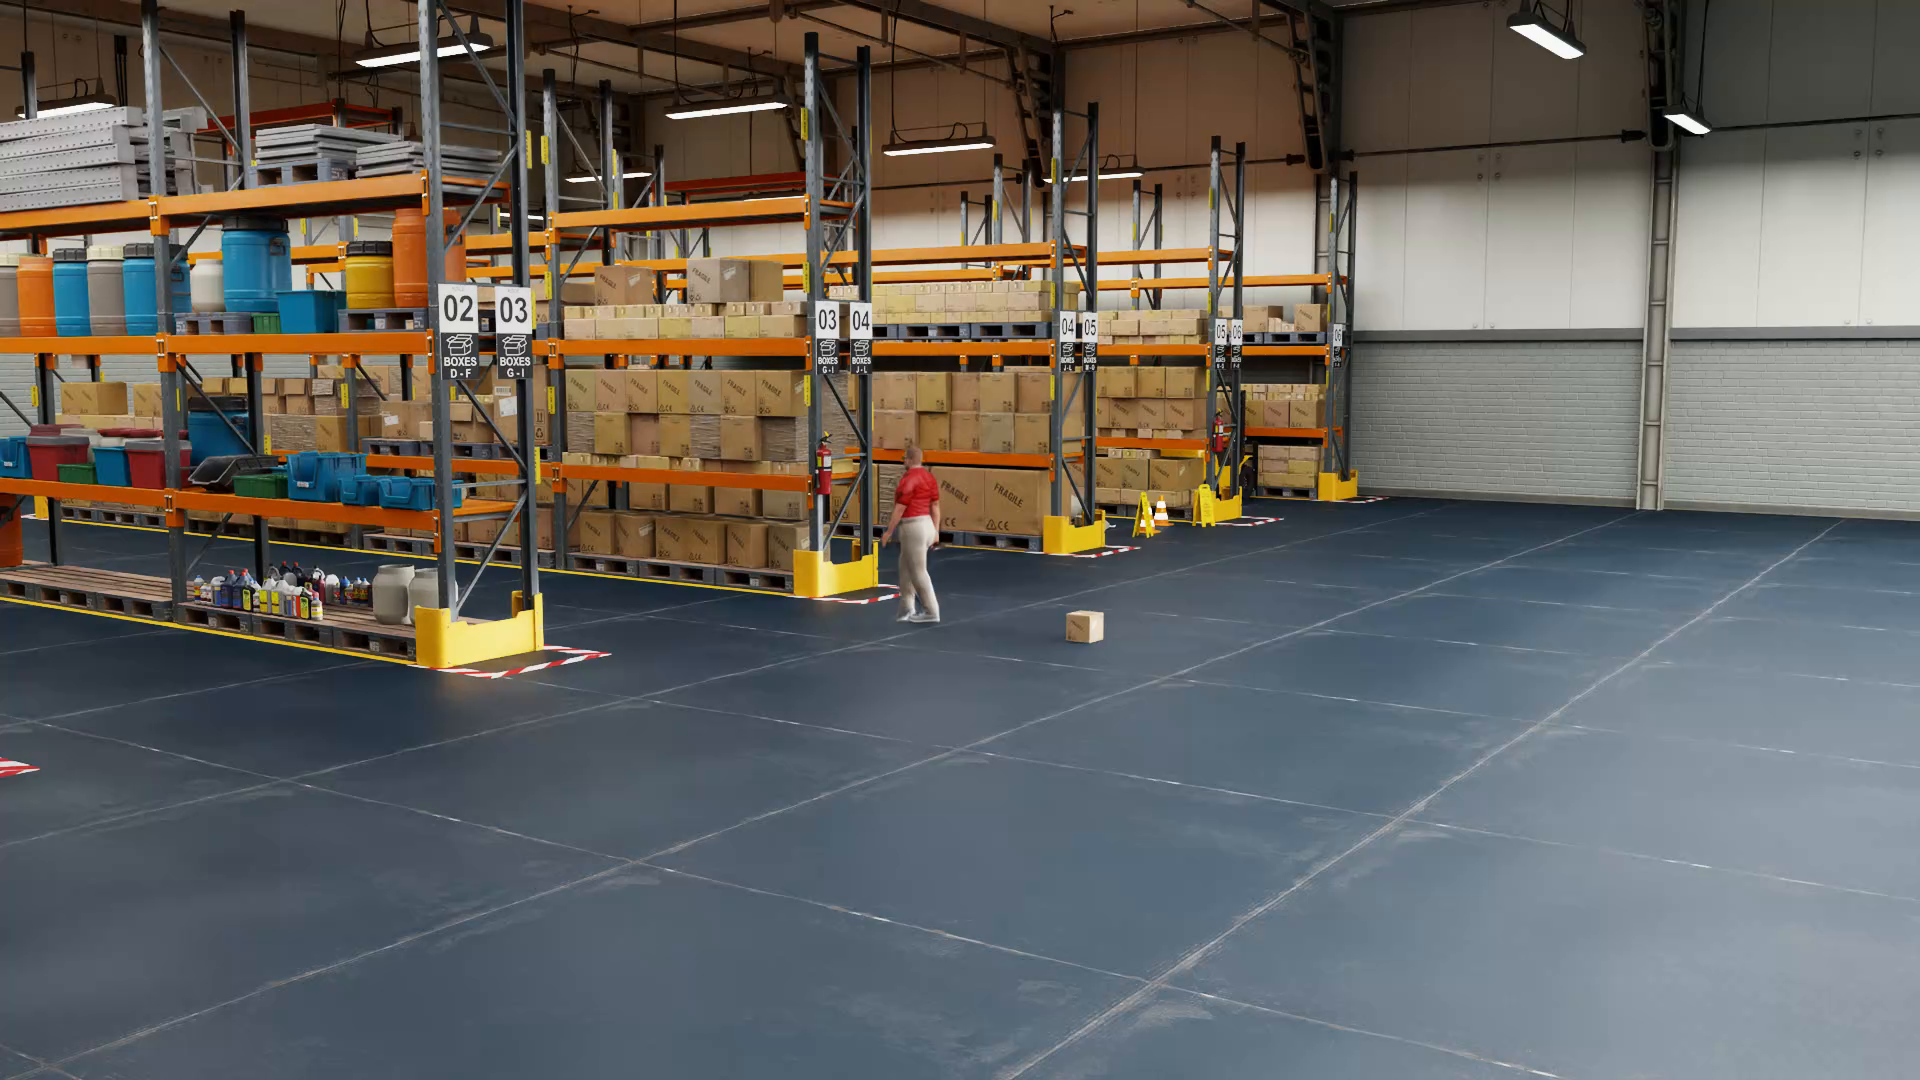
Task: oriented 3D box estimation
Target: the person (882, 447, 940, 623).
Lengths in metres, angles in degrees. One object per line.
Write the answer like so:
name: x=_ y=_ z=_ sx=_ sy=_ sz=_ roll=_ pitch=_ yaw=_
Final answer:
person: x=-0.473 y=-0.014 z=16.177 sx=0.670 sy=1.793 sz=0.547 roll=3 pitch=7 yaw=29
